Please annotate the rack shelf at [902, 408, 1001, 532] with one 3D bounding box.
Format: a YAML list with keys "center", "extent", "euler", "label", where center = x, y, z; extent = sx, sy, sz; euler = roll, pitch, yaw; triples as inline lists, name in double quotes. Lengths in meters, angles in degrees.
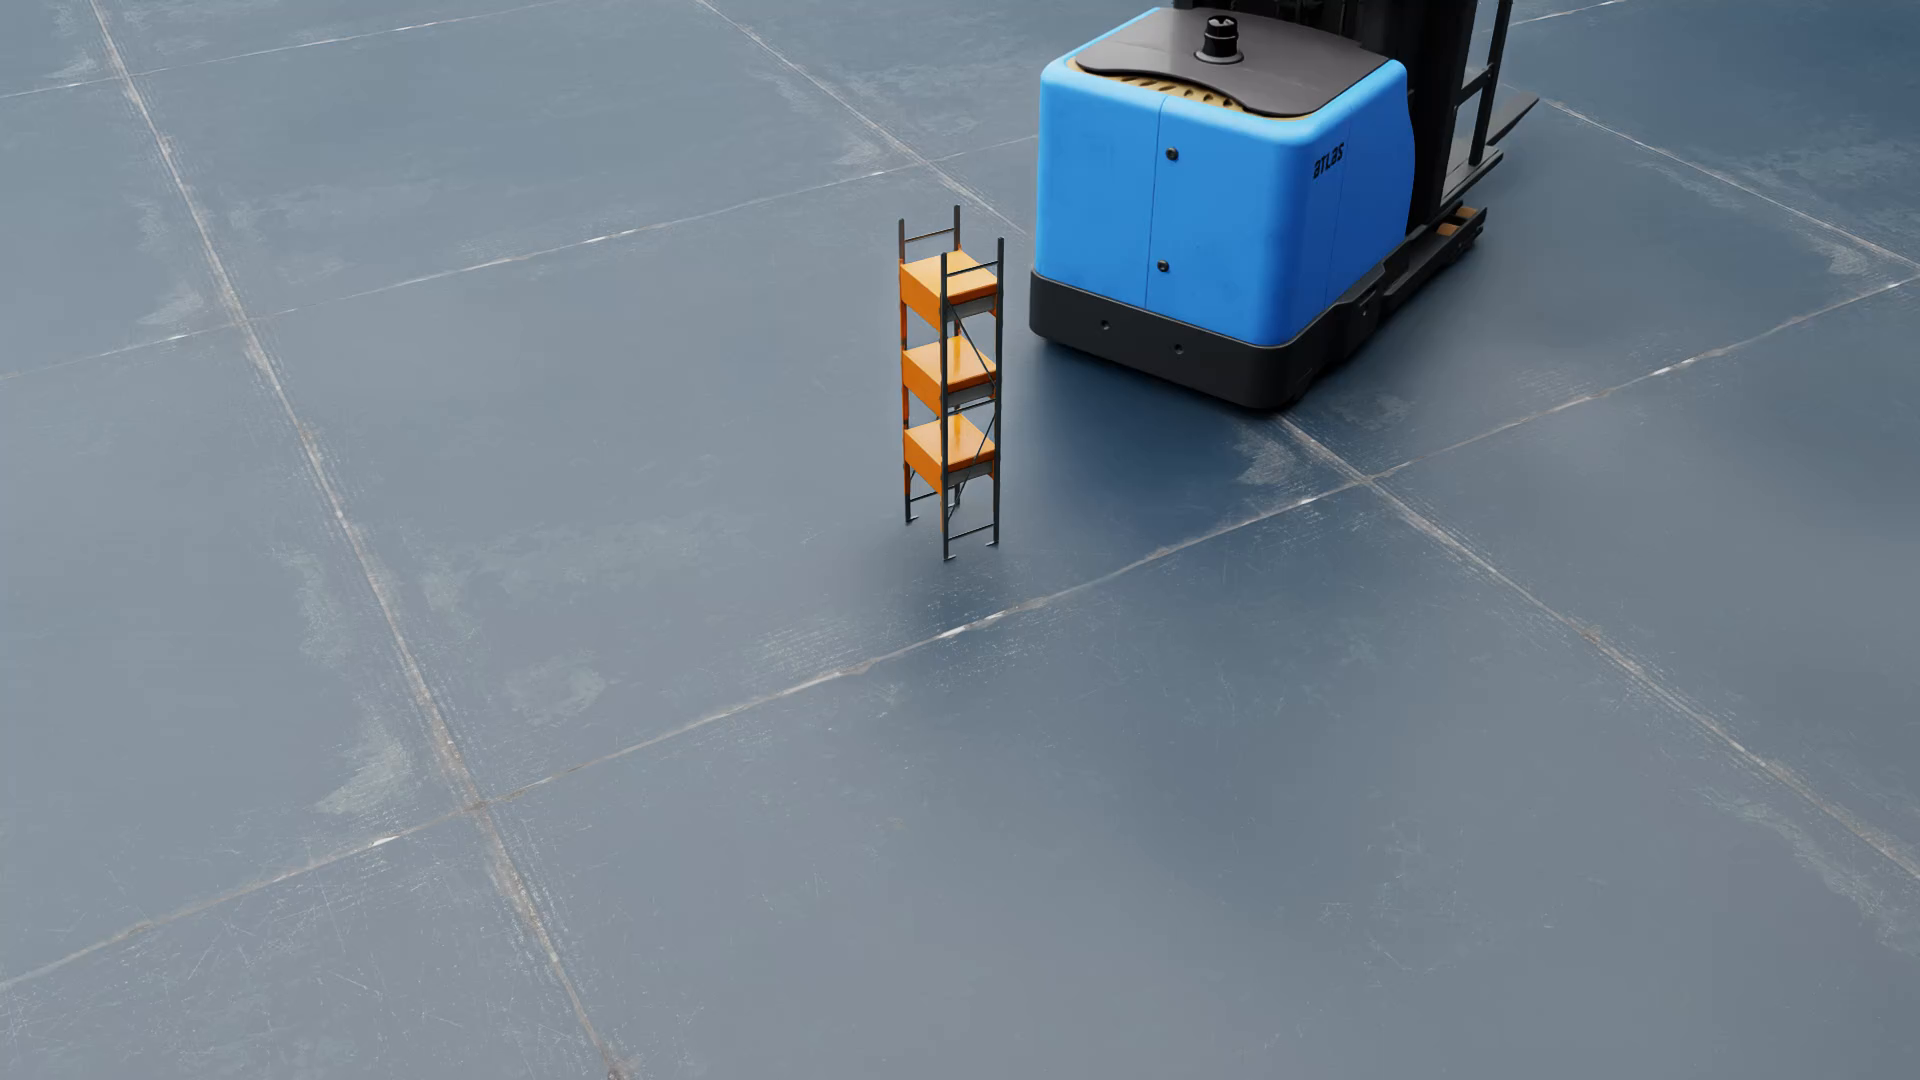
- center: [-0.027, -0.218, 5.148]
  extent: [0.215, 0.259, 0.240]
  euler: [-19, 40, -24]
  label: "rack shelf"

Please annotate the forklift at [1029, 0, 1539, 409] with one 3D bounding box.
- center: [1.527, -2.459, 6.132]
  extent: [1.130, 2.935, 3.031]
  euler: [23, 42, 28]
  label: "forklift"

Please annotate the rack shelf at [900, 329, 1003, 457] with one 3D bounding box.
- center: [-0.027, -0.443, 4.984]
  extent: [0.215, 0.259, 0.240]
  euler: [-19, 40, -24]
  label: "rack shelf"

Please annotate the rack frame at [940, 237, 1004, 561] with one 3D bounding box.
- center: [0.034, -0.389, 4.893]
  extent: [0.200, 1.050, 0.008]
  euler: [-19, 40, -24]
  label: "rack frame"

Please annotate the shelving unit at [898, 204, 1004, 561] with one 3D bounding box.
- center: [-0.027, -0.451, 4.978]
  extent: [0.215, 1.050, 0.252]
  euler: [-19, 40, -24]
  label: "shelving unit"

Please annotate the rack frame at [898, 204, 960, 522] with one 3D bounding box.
- center: [-0.088, -0.513, 5.063]
  extent: [0.200, 1.050, 0.008]
  euler: [-19, 40, -24]
  label: "rack frame"

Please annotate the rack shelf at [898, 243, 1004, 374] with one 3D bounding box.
- center: [-0.027, -0.672, 4.817]
  extent: [0.215, 0.259, 0.240]
  euler: [-19, 40, -24]
  label: "rack shelf"
